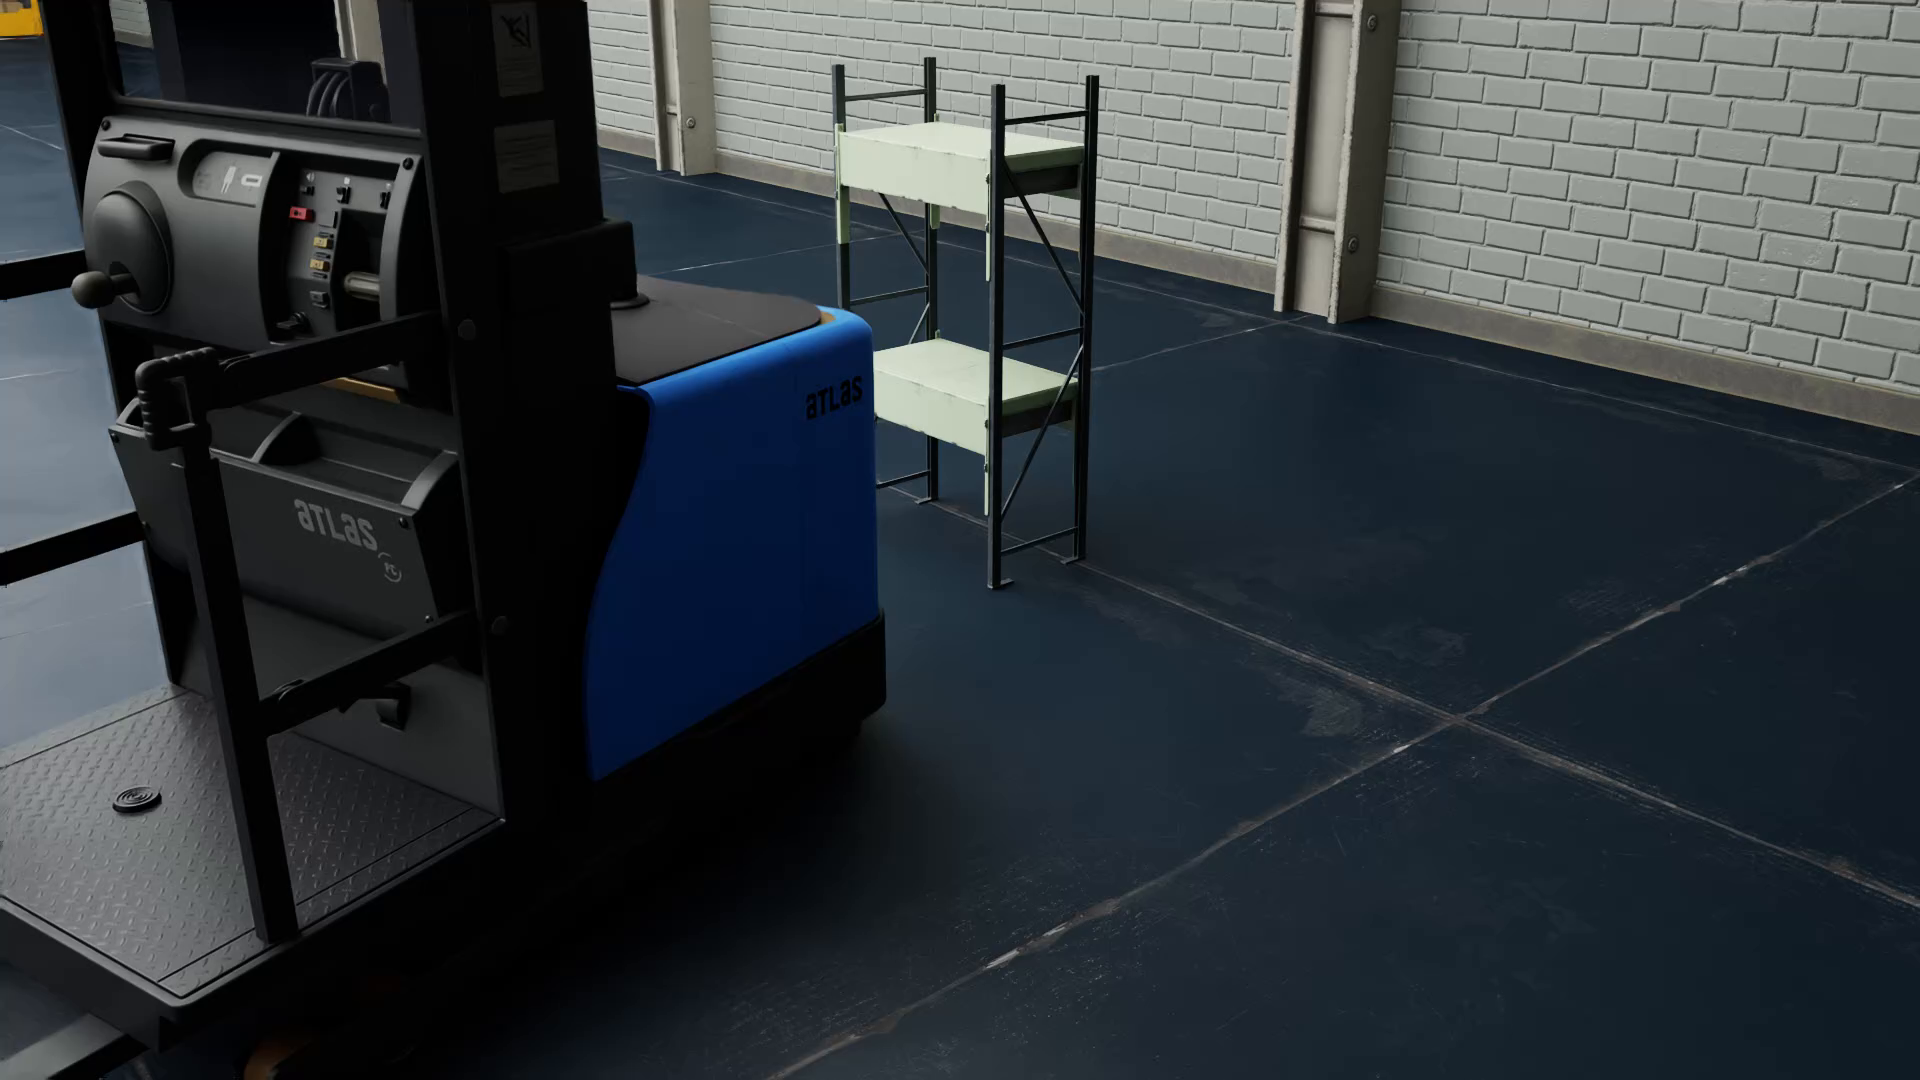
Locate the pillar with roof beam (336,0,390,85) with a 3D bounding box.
[{"bbox_3d":[-9.252,-7.637,12.644,9.100,9.000,0.400,-17,27,-37],"label":"pillar with roof beam"}]

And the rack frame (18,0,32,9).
[{"bbox_3d":[-14.052,-8.777,23.780,1.000,3.000,0.127,-17,27,-37],"label":"rack frame"}]

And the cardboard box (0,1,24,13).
[{"bbox_3d":[-14.224,-7.874,24.670,0.500,0.250,0.500,-17,27,-37],"label":"cardboard box"}]

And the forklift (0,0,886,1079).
[{"bbox_3d":[-1.418,-0.546,2.859,1.130,2.935,3.031,13,25,31],"label":"forklift"}]

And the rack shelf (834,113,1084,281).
[{"bbox_3d":[0.004,-1.060,5.063,0.431,0.370,0.720,-17,27,-37],"label":"rack shelf"}]

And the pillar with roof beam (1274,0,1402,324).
[{"bbox_3d":[-1.419,-4.322,4.179,9.100,9.000,0.400,-17,27,-37],"label":"pillar with roof beam"}]

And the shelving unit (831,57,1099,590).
[{"bbox_3d":[0.004,-0.697,5.206,0.431,1.500,0.755,-17,27,-37],"label":"shelving unit"}]

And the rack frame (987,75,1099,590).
[{"bbox_3d":[0.243,-0.595,4.948,0.400,1.500,0.023,-17,27,-37],"label":"rack frame"}]

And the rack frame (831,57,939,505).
[{"bbox_3d":[-0.235,-0.798,5.464,0.400,1.500,0.023,-17,27,-37],"label":"rack frame"}]

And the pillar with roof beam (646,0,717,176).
[{"bbox_3d":[-5.336,-5.979,8.411,9.100,9.000,0.400,-17,27,-37],"label":"pillar with roof beam"}]

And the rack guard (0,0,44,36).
[{"bbox_3d":[-14.036,-7.606,24.219,1.175,0.500,0.348,-17,27,-37],"label":"rack guard"}]

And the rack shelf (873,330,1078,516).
[{"bbox_3d":[0.004,-0.393,5.325,0.431,0.370,0.720,-17,27,-37],"label":"rack shelf"}]
